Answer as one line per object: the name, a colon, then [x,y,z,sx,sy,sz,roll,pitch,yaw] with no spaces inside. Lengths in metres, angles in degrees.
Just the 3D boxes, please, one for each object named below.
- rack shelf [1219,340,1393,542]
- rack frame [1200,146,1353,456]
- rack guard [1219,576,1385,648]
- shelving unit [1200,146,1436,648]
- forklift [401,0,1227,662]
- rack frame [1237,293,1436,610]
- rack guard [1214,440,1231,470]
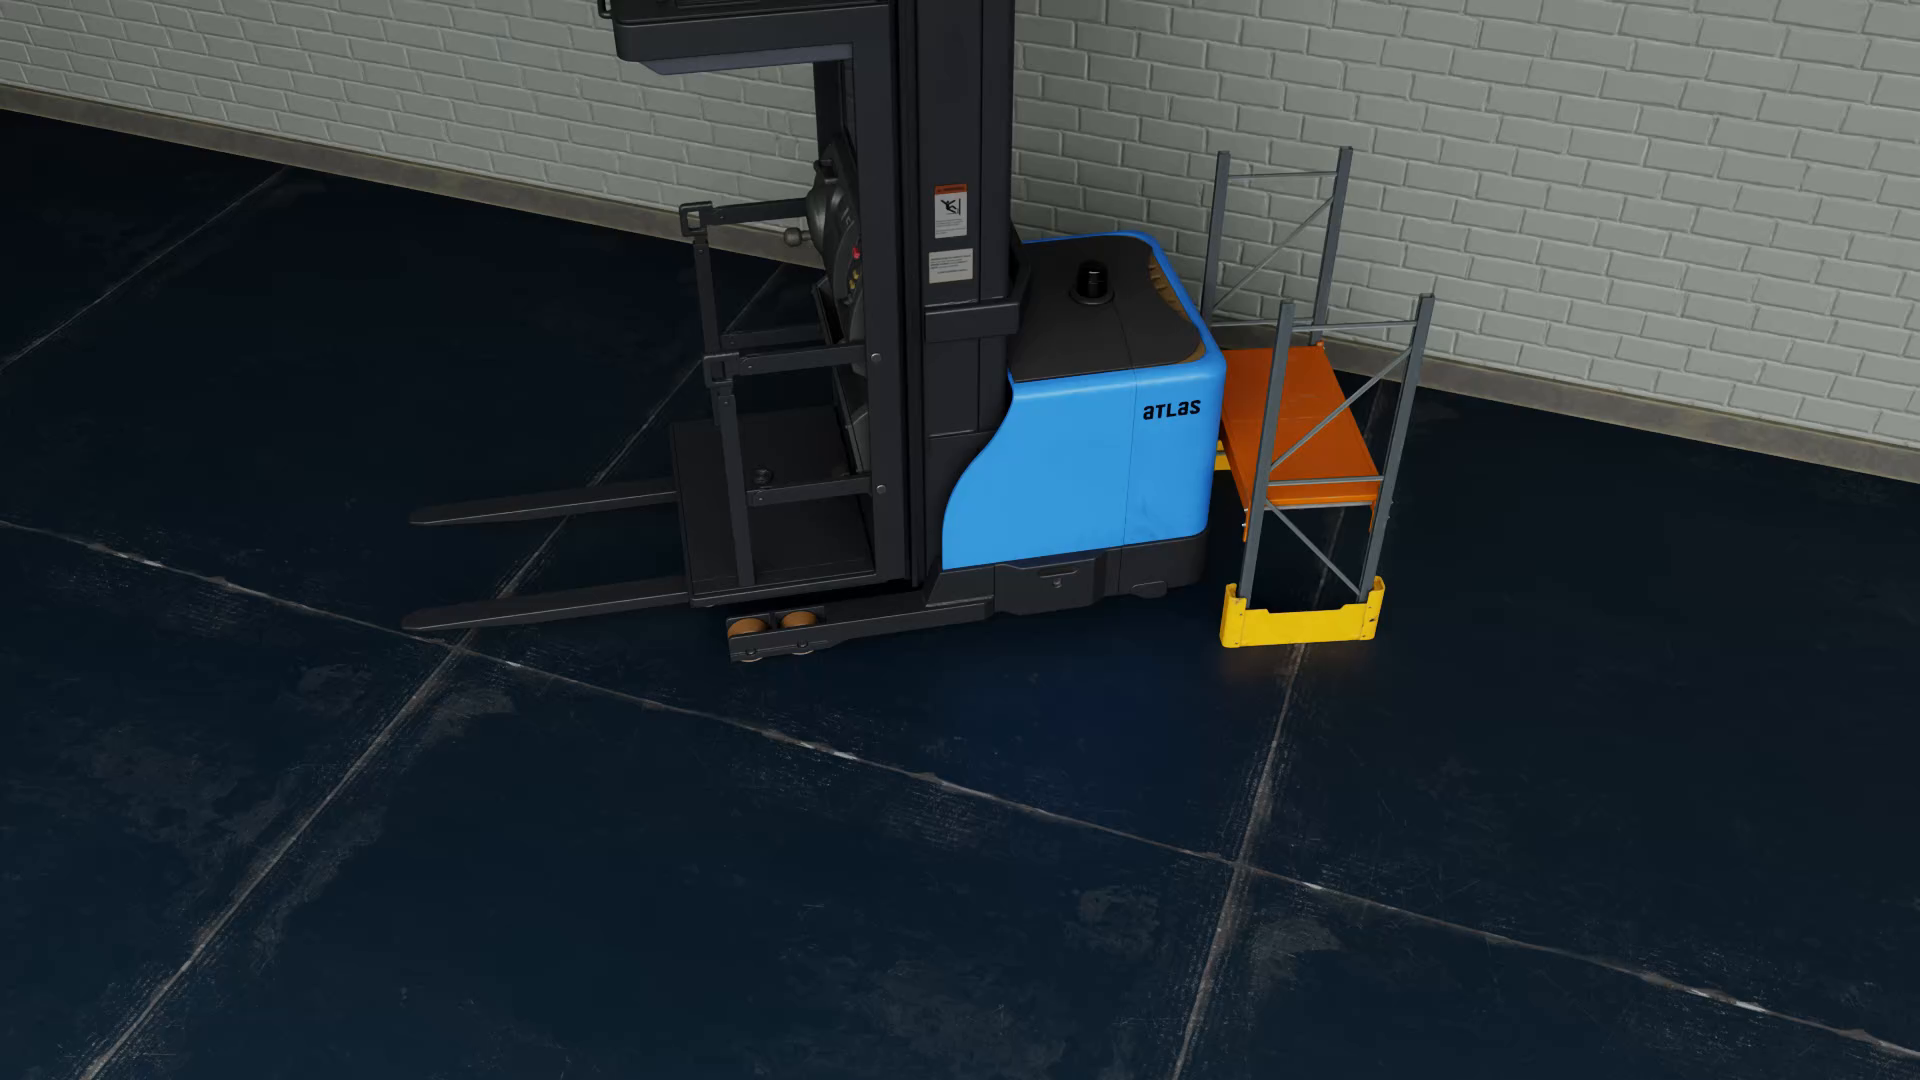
rack shelf: [1.240,-0.398,6.338,0.538,0.185,1.000,-3,41,-4]
rack frame: [1.199,-0.863,6.606,0.500,1.500,0.032,-3,41,-4]
rack guard: [1.281,0.269,6.242,0.587,0.250,0.087,-3,41,-4]
shelving unit: [1.241,-0.529,6.214,0.587,1.500,1.083,-3,41,-4]
forklift: [-0.610,-1.034,5.704,3.031,2.935,1.130,-8,41,-9]
rack frame: [1.281,-0.206,5.835,0.500,1.500,0.032,-3,41,-4]
rack guard: [1.200,-0.375,6.997,0.587,0.250,0.087,-3,41,-4]
